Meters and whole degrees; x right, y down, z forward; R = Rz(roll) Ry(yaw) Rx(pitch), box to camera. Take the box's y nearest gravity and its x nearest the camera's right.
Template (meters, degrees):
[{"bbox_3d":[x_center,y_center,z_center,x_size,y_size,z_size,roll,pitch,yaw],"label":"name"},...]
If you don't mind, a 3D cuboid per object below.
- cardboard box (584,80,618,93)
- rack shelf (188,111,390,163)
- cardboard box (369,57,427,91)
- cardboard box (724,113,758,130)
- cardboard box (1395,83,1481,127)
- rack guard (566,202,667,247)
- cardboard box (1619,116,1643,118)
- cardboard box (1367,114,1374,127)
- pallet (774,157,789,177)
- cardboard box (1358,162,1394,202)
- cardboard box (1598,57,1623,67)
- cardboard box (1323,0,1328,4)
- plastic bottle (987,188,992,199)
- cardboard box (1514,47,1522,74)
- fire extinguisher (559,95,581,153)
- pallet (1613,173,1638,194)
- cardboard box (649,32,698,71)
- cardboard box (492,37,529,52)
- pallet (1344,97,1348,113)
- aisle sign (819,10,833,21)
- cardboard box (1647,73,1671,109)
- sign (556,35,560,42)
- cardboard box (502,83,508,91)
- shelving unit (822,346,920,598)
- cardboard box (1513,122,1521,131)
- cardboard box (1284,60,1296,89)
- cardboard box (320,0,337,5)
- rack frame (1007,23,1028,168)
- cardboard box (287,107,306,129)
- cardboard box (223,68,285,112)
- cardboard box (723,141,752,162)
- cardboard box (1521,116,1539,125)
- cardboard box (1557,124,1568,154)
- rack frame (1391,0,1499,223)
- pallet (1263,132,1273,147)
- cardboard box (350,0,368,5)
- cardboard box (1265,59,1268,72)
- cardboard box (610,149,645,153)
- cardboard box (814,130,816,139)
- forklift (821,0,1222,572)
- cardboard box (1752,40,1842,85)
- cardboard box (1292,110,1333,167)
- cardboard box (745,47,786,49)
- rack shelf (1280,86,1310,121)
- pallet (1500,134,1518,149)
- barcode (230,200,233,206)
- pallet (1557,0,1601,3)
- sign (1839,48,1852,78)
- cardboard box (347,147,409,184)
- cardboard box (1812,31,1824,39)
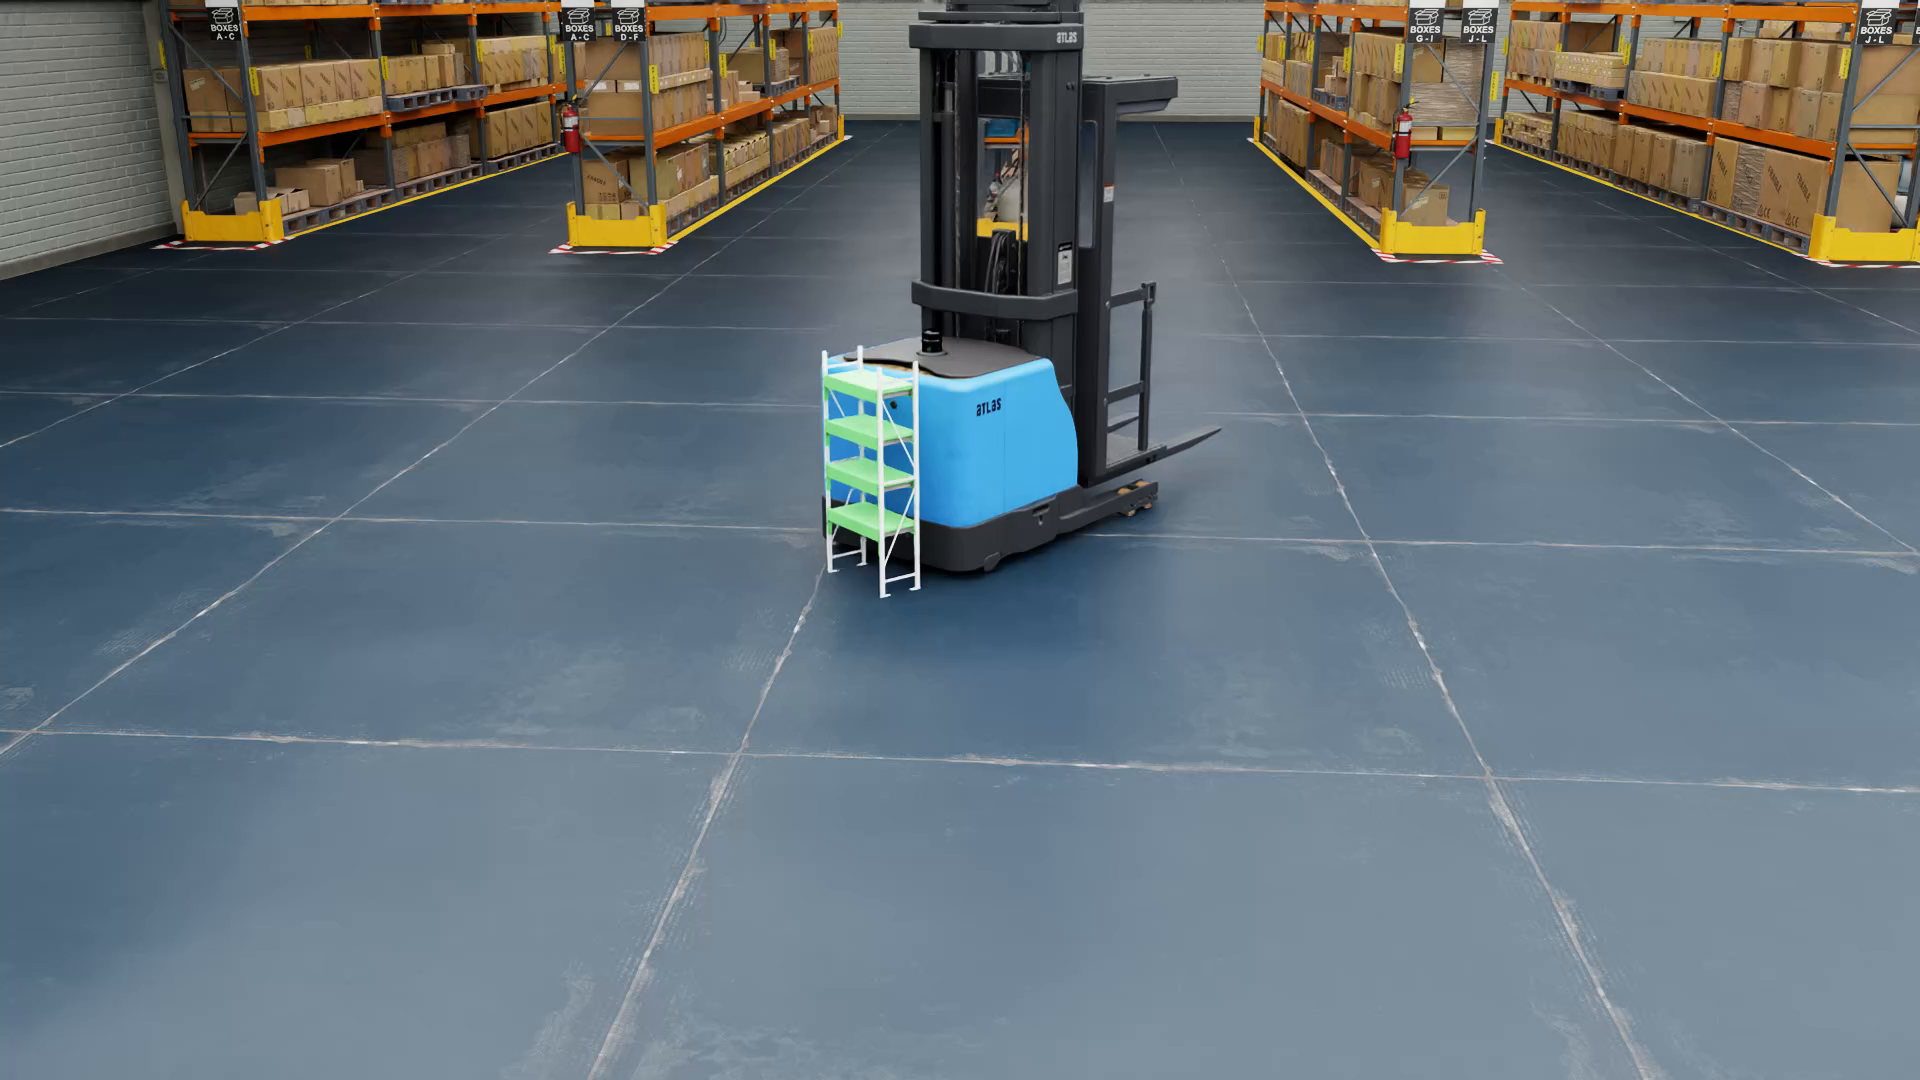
[{"bbox_3d":[-4.392,-5.574,20.413,0.380,0.149,0.250,1,18,3],"label":"cardboard box"},{"bbox_3d":[-9.027,-5.484,22.496,1.077,0.370,4.000,1,18,4],"label":"rack shelf"},{"bbox_3d":[-8.750,-7.239,25.831,0.700,0.500,0.500,4,19,11],"label":"cardboard box"},{"bbox_3d":[-3.823,-7.270,28.897,0.500,0.250,0.500,2,18,6],"label":"cardboard box"},{"bbox_3d":[5.718,-5.232,19.934,0.875,0.500,0.500,1,18,4],"label":"cardboard box"},{"bbox_3d":[-4.231,-3.900,20.521,1.175,0.500,0.348,1,18,4],"label":"rack guard"},{"bbox_3d":[11.540,-7.103,28.418,0.500,0.250,0.500,1,18,4],"label":"cardboard box"},{"bbox_3d":[5.528,-5.469,21.701,0.380,0.149,0.250,1,18,4],"label":"cardboard box"},{"bbox_3d":[-3.565,-6.485,28.877,1.003,0.211,1.213,1,18,4],"label":"pallet"},{"bbox_3d":[5.869,-5.003,23.215,0.500,0.500,0.500,1,18,2],"label":"cardboard box"},{"bbox_3d":[10.781,-7.900,27.488,0.380,0.149,0.250,2,18,6],"label":"cardboard box"},{"bbox_3d":[5.900,-8.412,25.701,0.500,0.250,0.500,2,18,5],"label":"cardboard box"},{"bbox_3d":[0.395,-4.518,22.051,0.061,0.283,0.133,2,18,5],"label":"plastic bottle"},{"bbox_3d":[11.417,-9.589,33.230,0.500,0.500,0.500,1,18,4],"label":"cardboard box"},{"bbox_3d":[-4.701,-5.032,20.086,0.296,0.674,0.183,1,18,4],"label":"fire extinguisher"},{"bbox_3d":[11.033,-5.647,26.317,1.003,0.211,1.213,1,18,4],"label":"pallet"},{"bbox_3d":[-4.003,-6.706,22.828,0.700,0.500,0.500,1,18,4],"label":"cardboard box"},{"bbox_3d":[-8.172,-9.018,30.253,0.500,0.250,0.500,2,18,5],"label":"cardboard box"},{"bbox_3d":[6.138,-6.258,24.012,1.003,0.211,1.213,1,18,4],"label":"pallet"},{"bbox_3d":[-2.772,-11.314,34.959,0.394,0.787,0.004,1,18,4],"label":"aisle sign"},{"bbox_3d":[10.793,-6.815,25.242,0.500,0.500,0.500,1,18,4],"label":"cardboard box"},{"bbox_3d":[-8.577,-10.637,35.550,0.100,0.325,0.005,1,18,4],"label":"sign"},{"bbox_3d":[-8.278,-8.076,29.625,0.380,0.149,0.250,2,18,5],"label":"cardboard box"},{"bbox_3d":[-0.459,-0.356,8.584,0.258,1.200,0.503,-14,23,-36],"label":"shelving unit"},{"bbox_3d":[11.312,-8.290,33.331,0.380,0.149,0.250,2,18,6],"label":"cardboard box"},{"bbox_3d":[6.229,-8.510,30.416,0.500,0.500,0.500,1,18,4],"label":"cardboard box"},{"bbox_3d":[-8.725,-7.437,22.292,0.500,0.500,0.500,1,18,2],"label":"cardboard box"},{"bbox_3d":[1.284,-7.468,27.396,1.000,3.000,0.127,1,18,4],"label":"rack frame"},{"bbox_3d":[-8.796,-5.449,21.443,0.500,0.250,0.500,1,18,2],"label":"cardboard box"},{"bbox_3d":[-8.837,-5.640,20.824,0.500,0.500,0.500,1,18,4],"label":"cardboard box"},{"bbox_3d":[-3.556,-6.097,26.053,0.500,0.311,0.500,2,18,5],"label":"cardboard box"},{"bbox_3d":[11.287,-8.263,32.772,0.380,0.149,0.250,2,18,5],"label":"cardboard box"},{"bbox_3d":[11.134,-7.246,30.058,0.500,0.500,0.500,2,18,6],"label":"cardboard box"},{"bbox_3d":[5.651,-4.873,19.476,1.000,3.000,0.127,1,18,4],"label":"rack frame"},{"bbox_3d":[6.819,-8.267,34.313,1.003,0.211,1.213,1,18,4],"label":"pallet"},{"bbox_3d":[-8.674,-7.766,23.296,0.500,0.500,0.500,2,18,5],"label":"cardboard box"},{"bbox_3d":[6.464,-9.607,33.689,0.500,0.250,0.500,1,18,3],"label":"cardboard box"},{"bbox_3d":[-4.394,-4.984,22.352,0.500,0.500,0.500,1,18,4],"label":"cardboard box"},{"bbox_3d":[-3.071,-8.079,33.105,0.380,0.166,0.250,1,18,4],"label":"cardboard box"},{"bbox_3d":[0.537,-1.617,9.650,1.130,2.935,3.031,14,23,36],"label":"forklift"},{"bbox_3d":[10.718,-6.105,21.263,0.875,0.550,0.550,1,18,4],"label":"cardboard box"},{"bbox_3d":[6.295,-6.761,27.977,1.225,0.875,0.875,0,18,1],"label":"cardboard box"},{"bbox_3d":[-3.626,-8.927,31.014,0.700,0.500,0.500,-5,19,-15],"label":"cardboard box"},{"bbox_3d":[6.368,-7.637,29.067,1.077,0.370,4.000,1,18,4],"label":"rack shelf"},{"bbox_3d":[11.639,-8.100,33.802,1.003,0.211,1.213,1,18,4],"label":"pallet"},{"bbox_3d":[-9.429,-4.367,21.531,0.001,0.075,0.075,1,18,4],"label":"barcode"},{"bbox_3d":[11.301,-9.604,29.401,1.213,0.211,1.003,1,18,4],"label":"pallet"},{"bbox_3d":[10.051,-5.410,18.875,0.100,0.325,0.005,1,18,4],"label":"sign"},{"bbox_3d":[-8.848,-5.697,25.299,0.700,0.500,0.500,2,18,6],"label":"cardboard box"},{"bbox_3d":[16.199,-9.211,30.950,0.500,0.500,0.500,1,18,3],"label":"cardboard box"}]
